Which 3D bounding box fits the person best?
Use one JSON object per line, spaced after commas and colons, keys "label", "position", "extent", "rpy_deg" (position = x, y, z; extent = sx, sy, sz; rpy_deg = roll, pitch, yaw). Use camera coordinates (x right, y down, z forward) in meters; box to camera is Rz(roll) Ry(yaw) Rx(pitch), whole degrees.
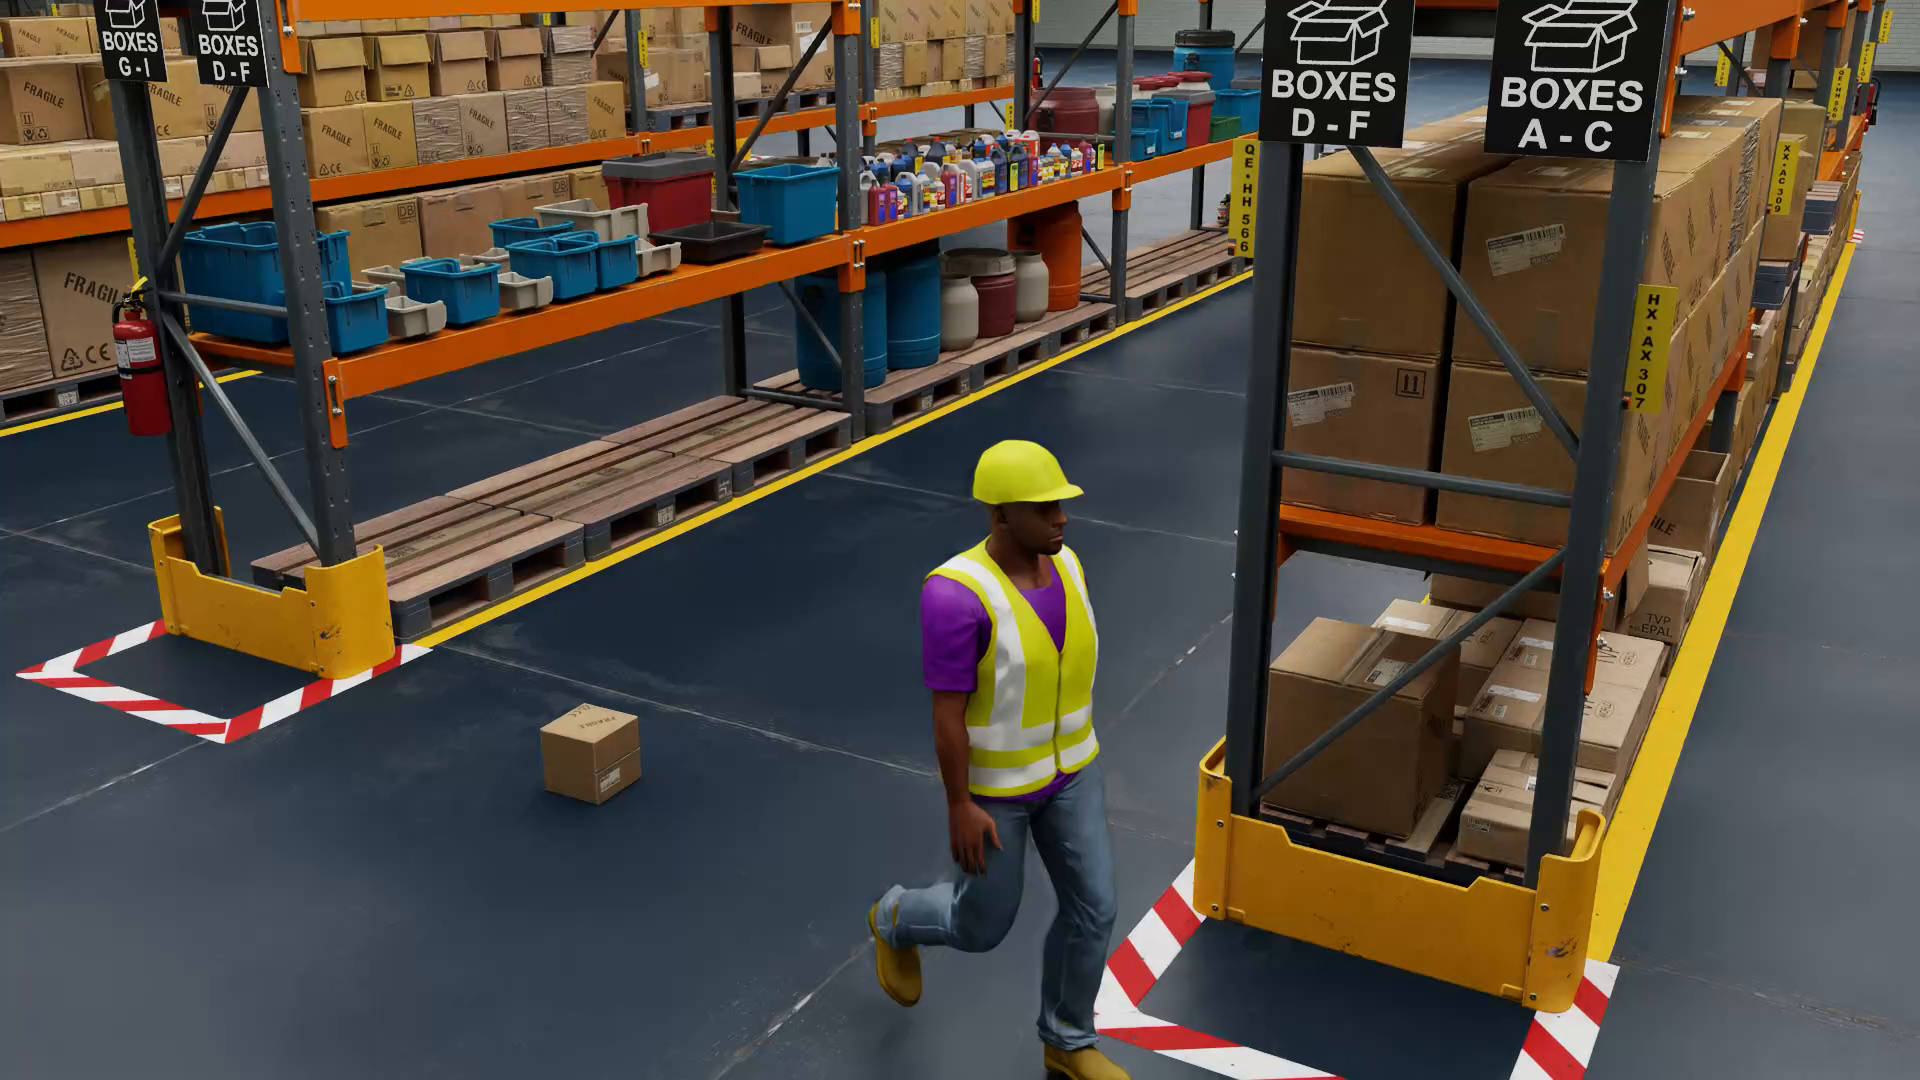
{"label": "person", "position": [2.276, -2.017, 11.758], "extent": [13.641, 1.730, 10.569], "rpy_deg": [-15, 24, -36]}
